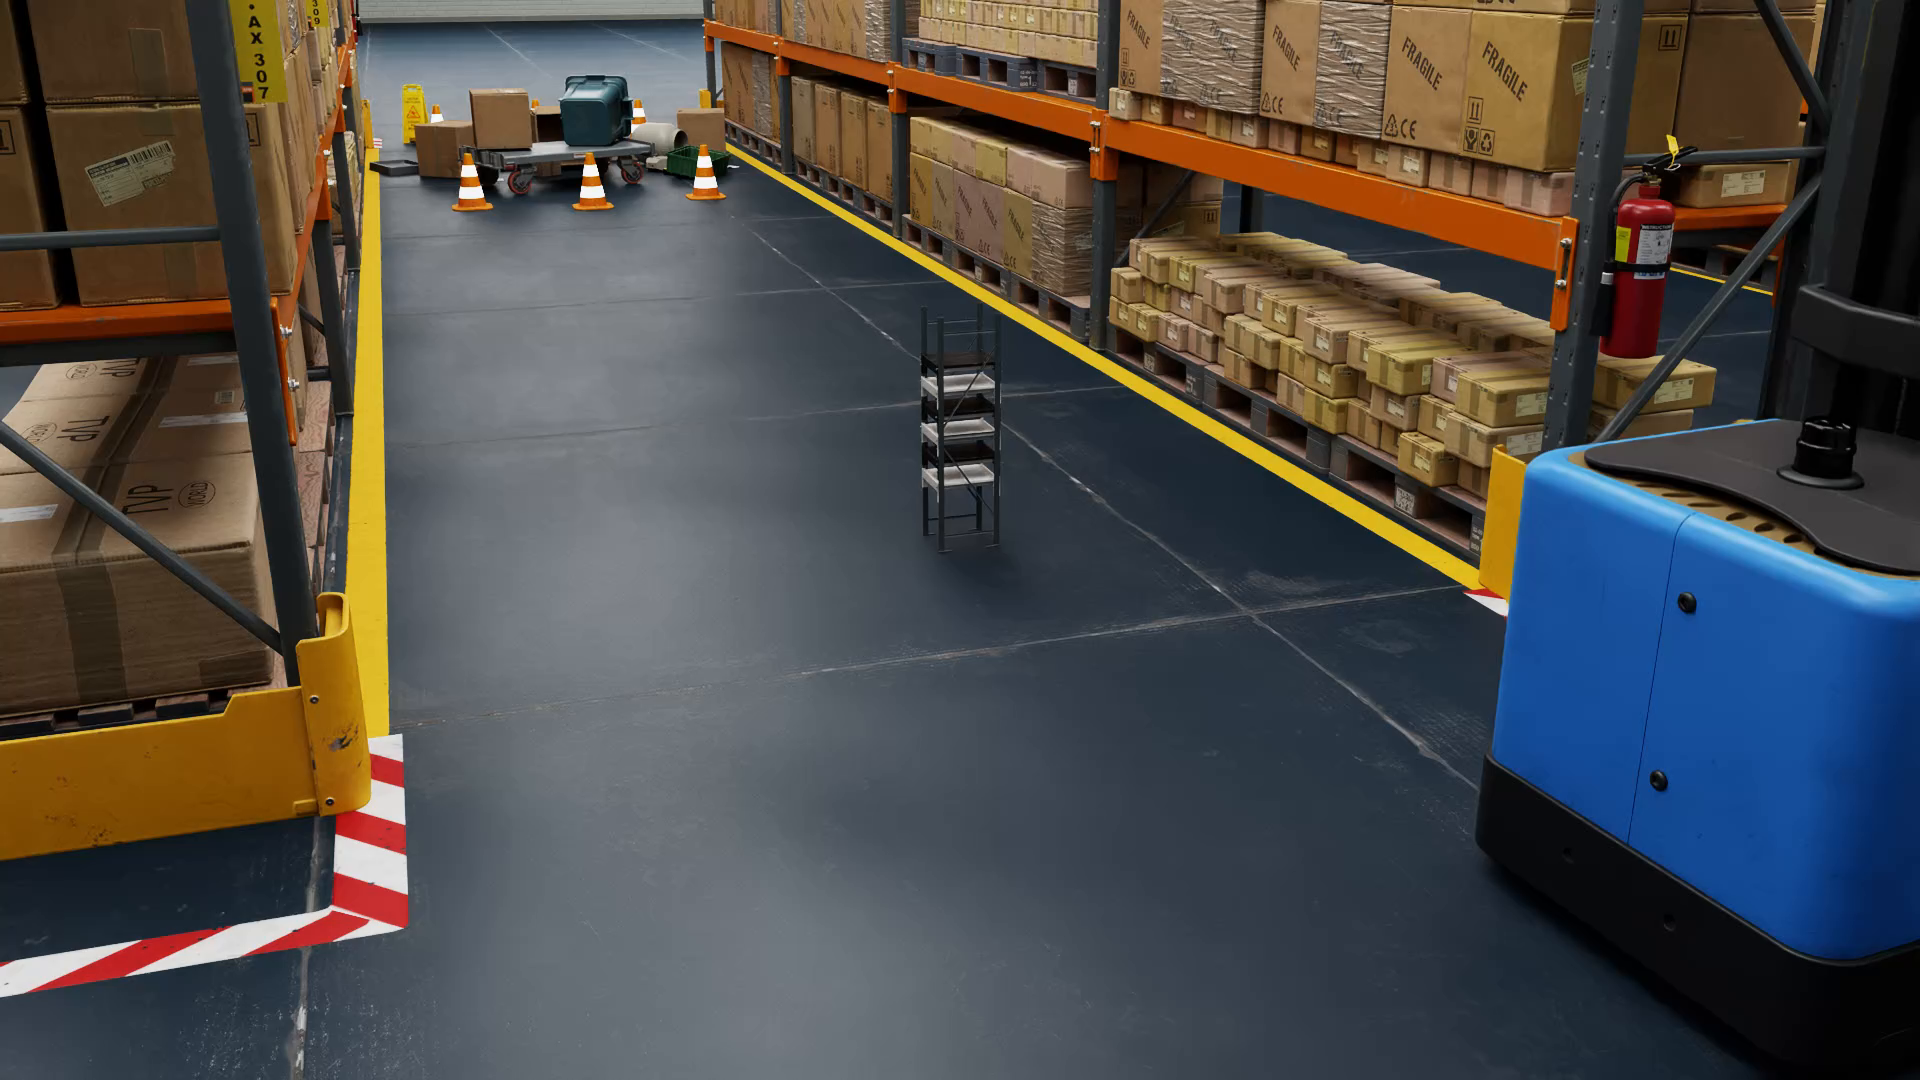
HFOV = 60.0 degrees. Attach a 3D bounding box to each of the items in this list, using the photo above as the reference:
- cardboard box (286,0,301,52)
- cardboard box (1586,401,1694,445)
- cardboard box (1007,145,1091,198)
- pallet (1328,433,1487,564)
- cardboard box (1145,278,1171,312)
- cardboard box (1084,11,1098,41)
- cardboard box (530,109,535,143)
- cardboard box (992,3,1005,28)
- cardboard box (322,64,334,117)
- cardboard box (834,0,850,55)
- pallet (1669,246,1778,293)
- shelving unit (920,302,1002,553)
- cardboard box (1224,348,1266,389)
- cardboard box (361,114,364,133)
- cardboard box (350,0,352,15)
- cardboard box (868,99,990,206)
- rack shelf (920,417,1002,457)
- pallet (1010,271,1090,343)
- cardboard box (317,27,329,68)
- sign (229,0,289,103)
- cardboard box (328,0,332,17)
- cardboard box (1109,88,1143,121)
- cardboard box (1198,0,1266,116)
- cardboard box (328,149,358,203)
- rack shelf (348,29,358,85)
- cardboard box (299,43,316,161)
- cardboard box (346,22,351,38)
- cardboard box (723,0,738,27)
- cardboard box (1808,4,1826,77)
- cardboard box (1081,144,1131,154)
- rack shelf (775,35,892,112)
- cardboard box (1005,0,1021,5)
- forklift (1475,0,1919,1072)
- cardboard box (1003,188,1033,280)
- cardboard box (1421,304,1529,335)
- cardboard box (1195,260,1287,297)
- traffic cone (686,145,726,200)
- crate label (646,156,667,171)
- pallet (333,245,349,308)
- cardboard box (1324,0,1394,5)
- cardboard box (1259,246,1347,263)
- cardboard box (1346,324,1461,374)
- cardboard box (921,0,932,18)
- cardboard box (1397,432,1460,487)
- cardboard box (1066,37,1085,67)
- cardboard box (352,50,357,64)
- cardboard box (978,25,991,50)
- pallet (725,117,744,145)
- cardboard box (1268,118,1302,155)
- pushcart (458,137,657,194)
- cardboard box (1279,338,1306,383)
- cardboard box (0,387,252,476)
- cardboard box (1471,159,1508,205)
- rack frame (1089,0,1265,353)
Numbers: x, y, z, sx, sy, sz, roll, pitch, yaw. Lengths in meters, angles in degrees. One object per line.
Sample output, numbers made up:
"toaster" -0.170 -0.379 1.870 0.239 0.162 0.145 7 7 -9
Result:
"cardboard box" -2.711 -2.048 6.055 0.500 0.500 0.500 -6 21 -16
"cardboard box" 2.562 -0.445 6.374 0.380 0.149 0.250 -5 20 -15
"cardboard box" 0.603 -2.290 10.322 0.500 0.250 0.500 -5 20 -15
"pallet" 2.237 -0.230 6.745 1.003 0.211 1.213 -6 21 -17
"cardboard box" 1.201 -1.311 8.786 0.380 0.149 0.250 -6 21 -17
"cardboard box" 0.913 -2.863 9.261 0.380 0.149 0.250 -6 21 -16
"cardboard box" -4.258 -4.360 17.811 0.637 0.503 0.797 12 23 30
"cardboard box" 0.424 -3.365 10.657 0.380 0.149 0.250 -6 21 -15
"cardboard box" -3.639 -2.410 8.910 0.500 0.250 0.500 -7 21 -18
"cardboard box" -0.741 -4.305 13.816 0.500 0.500 0.500 -7 21 -18
"pallet" 5.652 -1.959 11.558 1.003 0.211 1.213 -6 21 -17
"shelving unit" 0.003 -0.421 6.257 0.258 0.900 0.210 -6 21 -17
"cardboard box" 1.481 -0.830 7.886 0.380 0.149 0.250 -7 21 -19
"cardboard box" -6.549 -4.335 17.496 0.500 0.250 0.500 -6 21 -17
"cardboard box" -6.781 -5.872 17.739 0.500 0.500 0.500 -7 21 -18
"cardboard box" -0.138 -3.165 13.497 1.050 0.750 0.750 -7 21 -18
"rack shelf" 0.003 -0.390 6.268 0.258 0.077 0.200 -6 21 -17
"pallet" 0.980 -1.475 10.210 1.003 0.211 1.213 -6 21 -17
"cardboard box" -3.636 -2.644 8.822 0.500 0.250 0.500 -6 21 -17
"sign" -1.656 -1.197 3.914 0.100 0.325 0.005 -6 21 -17
"cardboard box" -4.791 -3.983 11.858 0.500 0.500 0.500 -5 20 -14
"cardboard box" 1.004 -2.293 8.736 0.380 0.149 0.250 -6 21 -15
"cardboard box" 1.429 -2.215 7.558 0.500 0.500 0.500 -7 21 -18
"cardboard box" -5.340 -2.886 13.279 0.950 0.372 0.625 -6 21 -15
"rack shelf" -6.585 -4.849 16.545 1.077 0.370 4.000 -6 21 -17
"cardboard box" -2.886 -1.740 6.675 0.500 0.500 0.500 -7 21 -19
"cardboard box" -6.144 -4.975 16.201 0.380 0.149 0.250 -6 21 -17
"cardboard box" -2.136 -5.977 18.398 0.875 0.550 0.550 -6 21 -17
"cardboard box" 5.560 -3.200 10.740 0.500 0.500 0.500 -6 21 -17
"cardboard box" 1.074 -2.347 10.481 0.500 0.250 0.500 -6 21 -16
"rack shelf" -0.660 -4.124 14.525 1.077 0.370 4.000 -6 21 -17
"cardboard box" 0.505 -3.423 10.380 0.380 0.149 0.250 -7 21 -20
"forklift" 2.843 -0.617 3.798 3.031 2.935 1.130 -8 21 -22
"cardboard box" 0.593 -1.934 10.440 0.500 0.500 0.500 -7 21 -18
"cardboard box" 2.248 -0.925 7.270 0.380 0.149 0.250 -6 20 -15
"cardboard box" 1.397 -1.289 8.283 0.380 0.149 0.250 -7 21 -19
"traffic cone" -2.301 -3.320 14.975 0.336 0.463 0.334 -6 21 -17
"crate label" -3.020 -3.802 16.798 0.250 0.136 0.298 12 23 30
"pallet" -4.523 -1.689 10.807 1.003 0.211 1.213 -6 21 -17
"cardboard box" 1.772 -2.360 6.483 0.500 0.500 0.500 -5 20 -14
"cardboard box" 1.788 -1.430 8.676 0.380 0.149 0.250 -7 21 -18
"cardboard box" 1.828 -0.779 6.863 0.380 0.149 0.250 -7 21 -19
"cardboard box" -0.070 -3.864 12.047 0.380 0.149 0.250 -5 20 -15
"cardboard box" 1.942 -0.328 6.489 0.380 0.149 0.250 -6 21 -16
"cardboard box" 0.831 -2.806 9.543 0.380 0.149 0.250 -6 21 -17
"cardboard box" -6.535 -5.051 17.420 0.380 0.149 0.250 -6 21 -16
"cardboard box" 0.336 -3.310 10.945 0.380 0.149 0.250 -6 21 -16
"pallet" -2.220 -4.827 19.544 1.003 0.211 1.213 -6 21 -17
"cardboard box" 1.592 -1.795 7.348 0.380 0.149 0.250 -6 21 -15
"pushcart" -3.807 -3.570 15.798 1.648 0.377 0.936 -15 25 -36
"cardboard box" 1.643 -0.804 7.374 0.380 0.149 0.250 -5 20 -14
"cardboard box" -2.783 -0.181 5.652 0.875 0.438 0.875 -6 21 -16
"cardboard box" 2.070 -1.294 5.953 0.380 0.149 0.250 -6 21 -17
"rack frame" 1.226 -2.537 9.043 1.000 3.000 0.127 -6 21 -17
